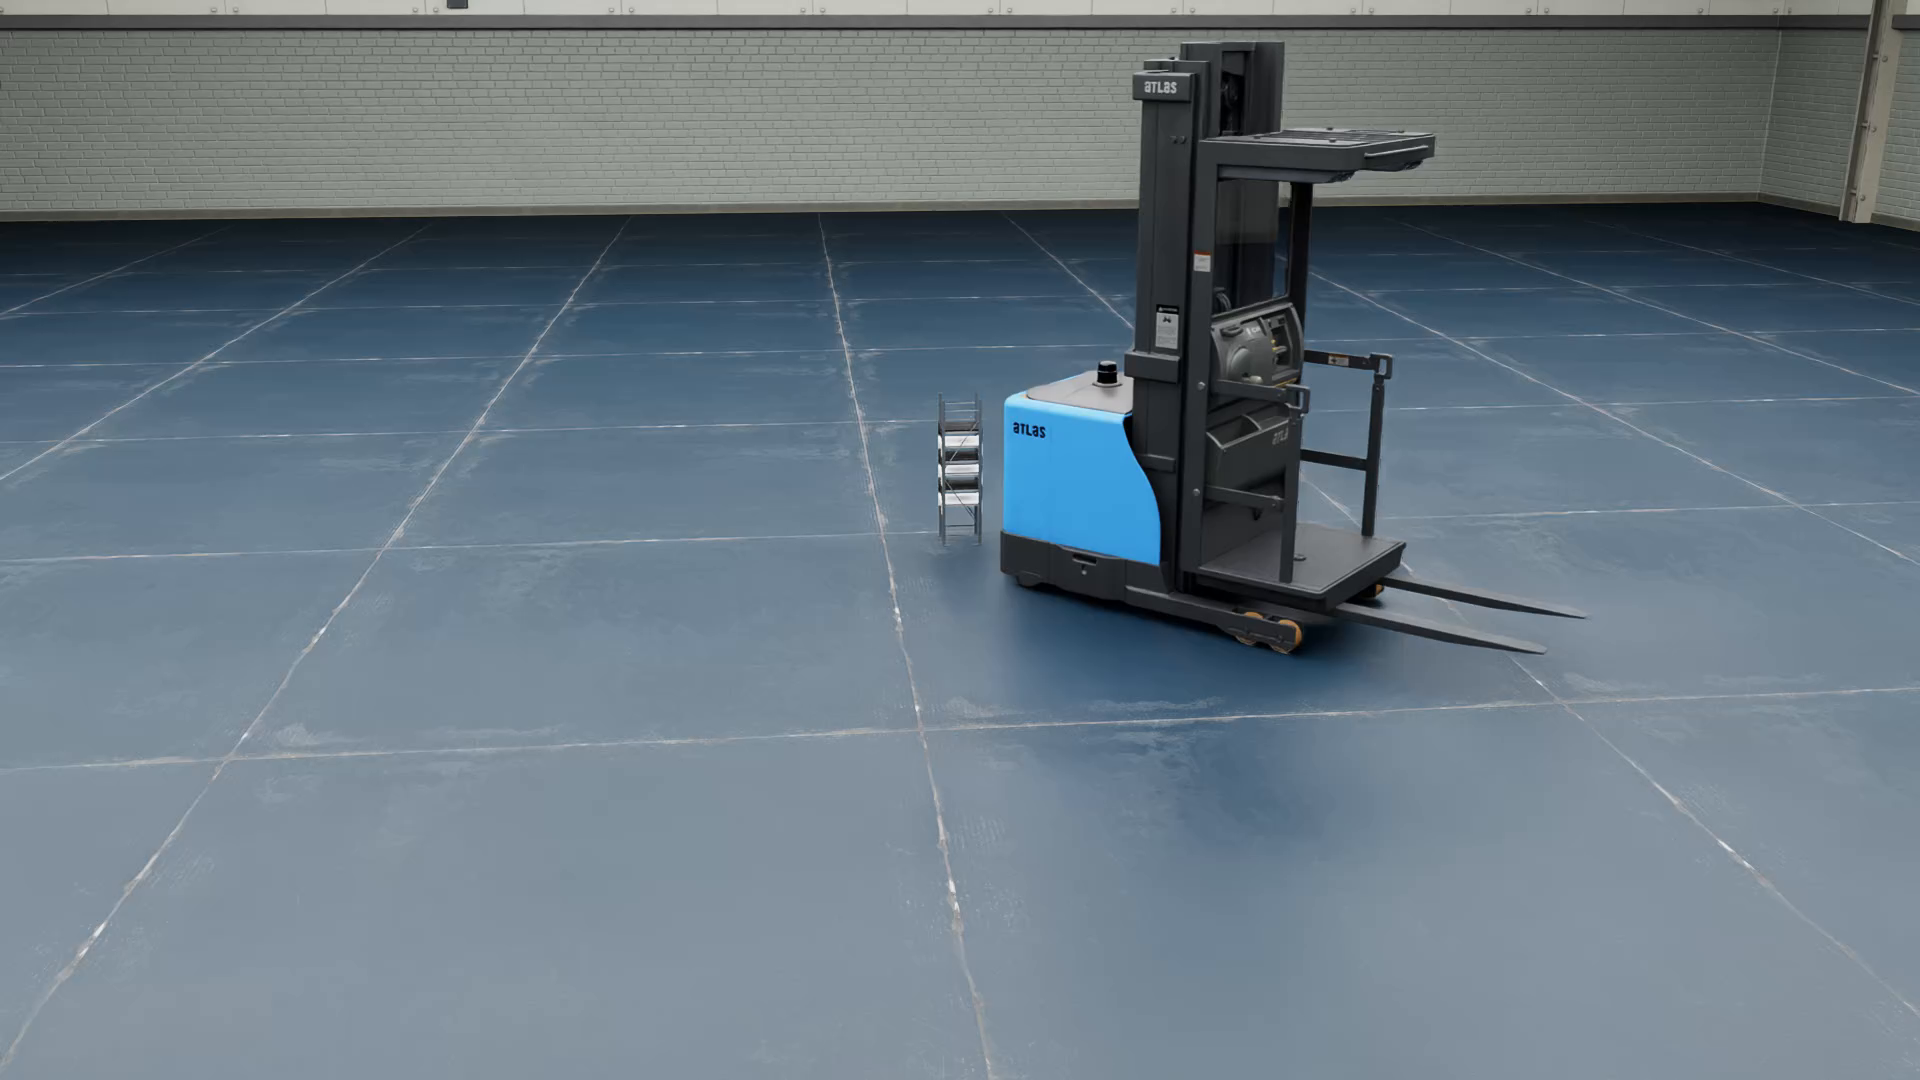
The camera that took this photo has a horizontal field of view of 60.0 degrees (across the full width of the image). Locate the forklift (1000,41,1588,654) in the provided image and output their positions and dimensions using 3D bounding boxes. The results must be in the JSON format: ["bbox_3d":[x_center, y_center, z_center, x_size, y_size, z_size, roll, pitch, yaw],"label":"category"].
[{"bbox_3d":[1.710,-1.009,8.499,3.031,2.935,1.130,13,21,35],"label":"forklift"}]

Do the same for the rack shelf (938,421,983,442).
[{"bbox_3d":[0.001,-0.653,9.964,0.258,0.077,0.200,-2,18,-6],"label":"rack shelf"}]

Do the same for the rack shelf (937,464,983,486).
[{"bbox_3d":[0.001,-0.395,10.045,0.258,0.077,0.200,-2,18,-6],"label":"rack shelf"}]

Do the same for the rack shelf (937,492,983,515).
[{"bbox_3d":[0.001,-0.223,10.098,0.258,0.077,0.200,-2,18,-6],"label":"rack shelf"}]

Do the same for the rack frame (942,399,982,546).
[{"bbox_3d":[0.011,-0.397,9.938,0.240,0.900,0.006,-2,18,-6],"label":"rack frame"}]

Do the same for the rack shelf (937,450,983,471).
[{"bbox_3d":[0.001,-0.481,10.018,0.258,0.077,0.200,-2,18,-6],"label":"rack shelf"}]

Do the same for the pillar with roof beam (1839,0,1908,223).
[{"bbox_3d":[9.787,-9.170,24.361,9.100,9.000,0.400,-2,18,-6],"label":"pillar with roof beam"}]

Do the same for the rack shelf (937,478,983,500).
[{"bbox_3d":[0.001,-0.309,10.072,0.258,0.077,0.200,-2,18,-6],"label":"rack shelf"}]

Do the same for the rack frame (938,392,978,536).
[{"bbox_3d":[-0.010,-0.457,10.131,0.240,0.900,0.006,-2,18,-6],"label":"rack frame"}]

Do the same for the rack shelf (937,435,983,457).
[{"bbox_3d":[0.001,-0.567,9.991,0.258,0.077,0.200,-2,18,-6],"label":"rack shelf"}]

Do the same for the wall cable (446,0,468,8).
[{"bbox_3d":[-6.807,-11.159,25.021,2.305,6.003,0.169,-2,18,-6],"label":"wall cable"}]

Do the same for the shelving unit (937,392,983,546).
[{"bbox_3d":[0.001,-0.427,10.035,0.258,0.900,0.210,-2,18,-6],"label":"shelving unit"}]
